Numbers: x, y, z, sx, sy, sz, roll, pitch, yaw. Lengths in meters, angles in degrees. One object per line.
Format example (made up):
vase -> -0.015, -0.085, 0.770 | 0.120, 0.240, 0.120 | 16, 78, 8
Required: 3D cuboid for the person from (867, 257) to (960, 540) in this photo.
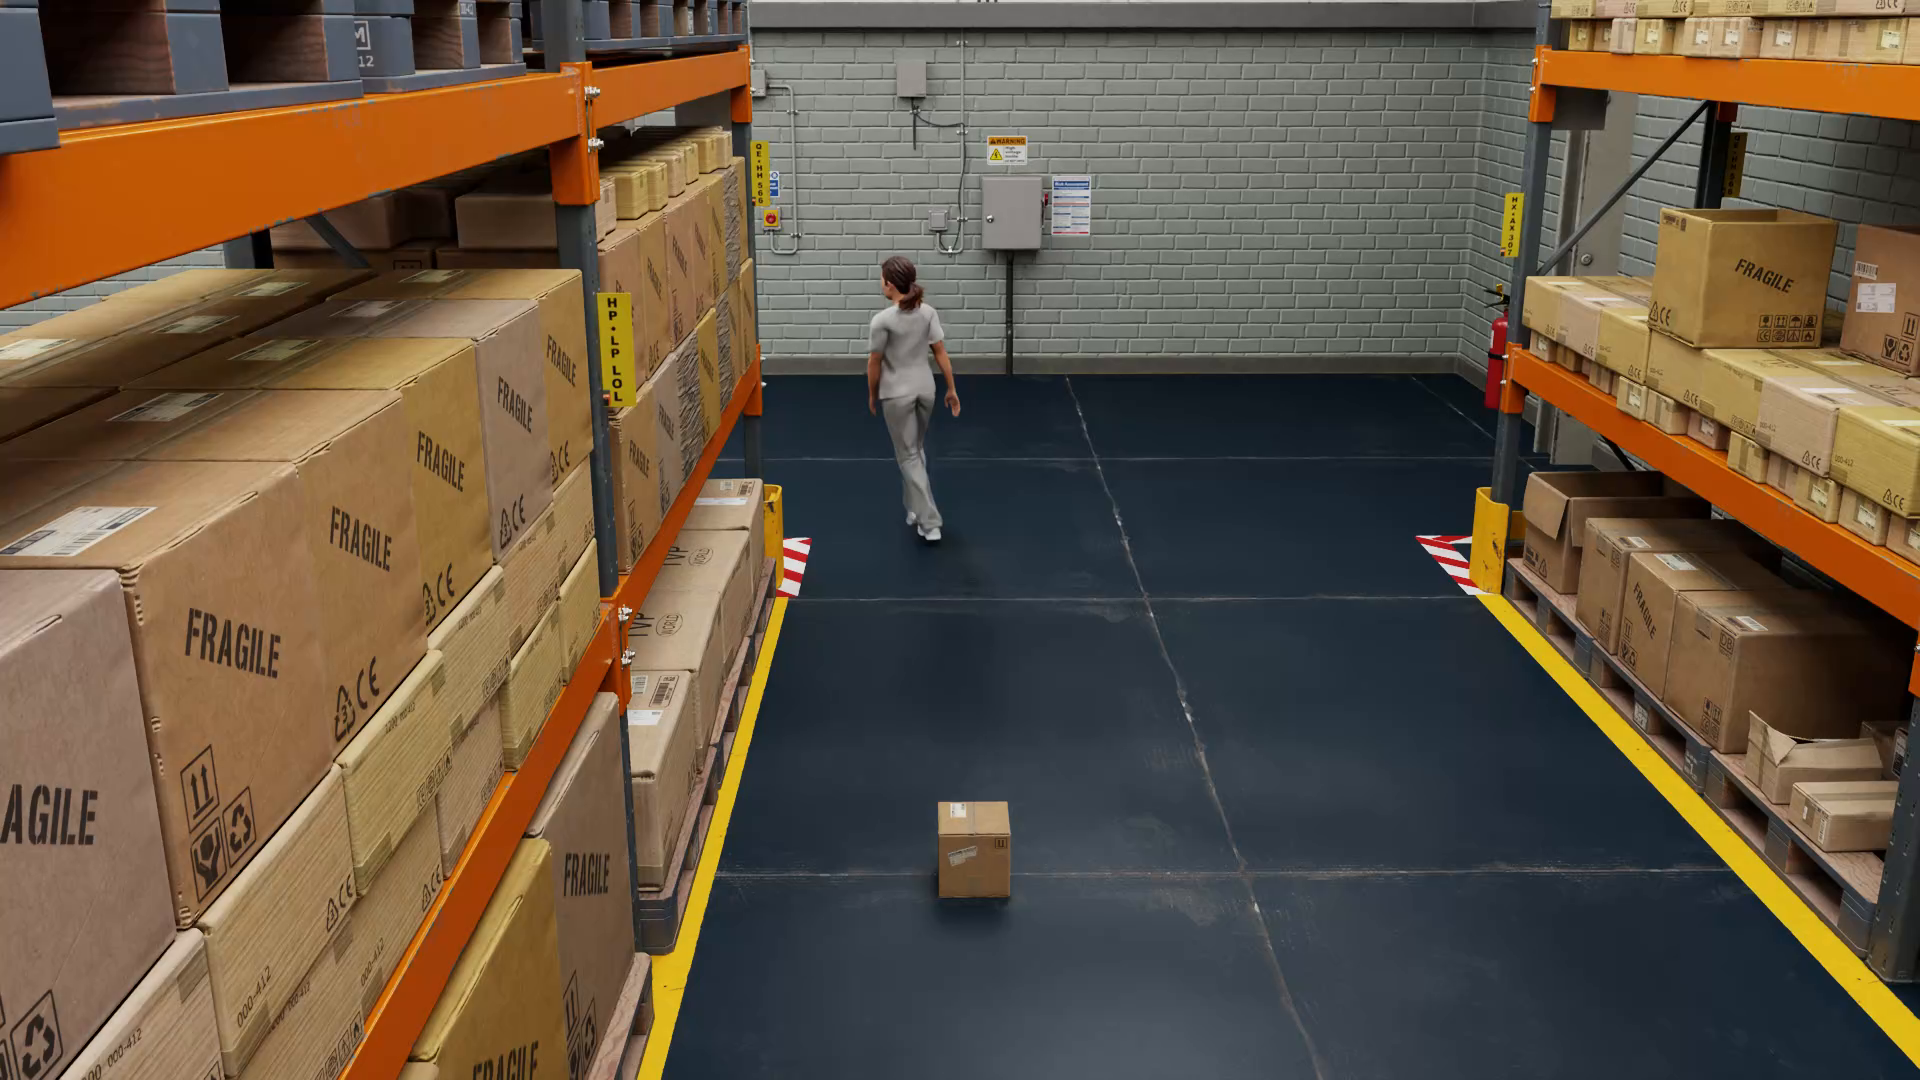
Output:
person -> -0.322, -0.807, 9.709 | 0.529, 1.717, 0.619 | -11, 20, -31
